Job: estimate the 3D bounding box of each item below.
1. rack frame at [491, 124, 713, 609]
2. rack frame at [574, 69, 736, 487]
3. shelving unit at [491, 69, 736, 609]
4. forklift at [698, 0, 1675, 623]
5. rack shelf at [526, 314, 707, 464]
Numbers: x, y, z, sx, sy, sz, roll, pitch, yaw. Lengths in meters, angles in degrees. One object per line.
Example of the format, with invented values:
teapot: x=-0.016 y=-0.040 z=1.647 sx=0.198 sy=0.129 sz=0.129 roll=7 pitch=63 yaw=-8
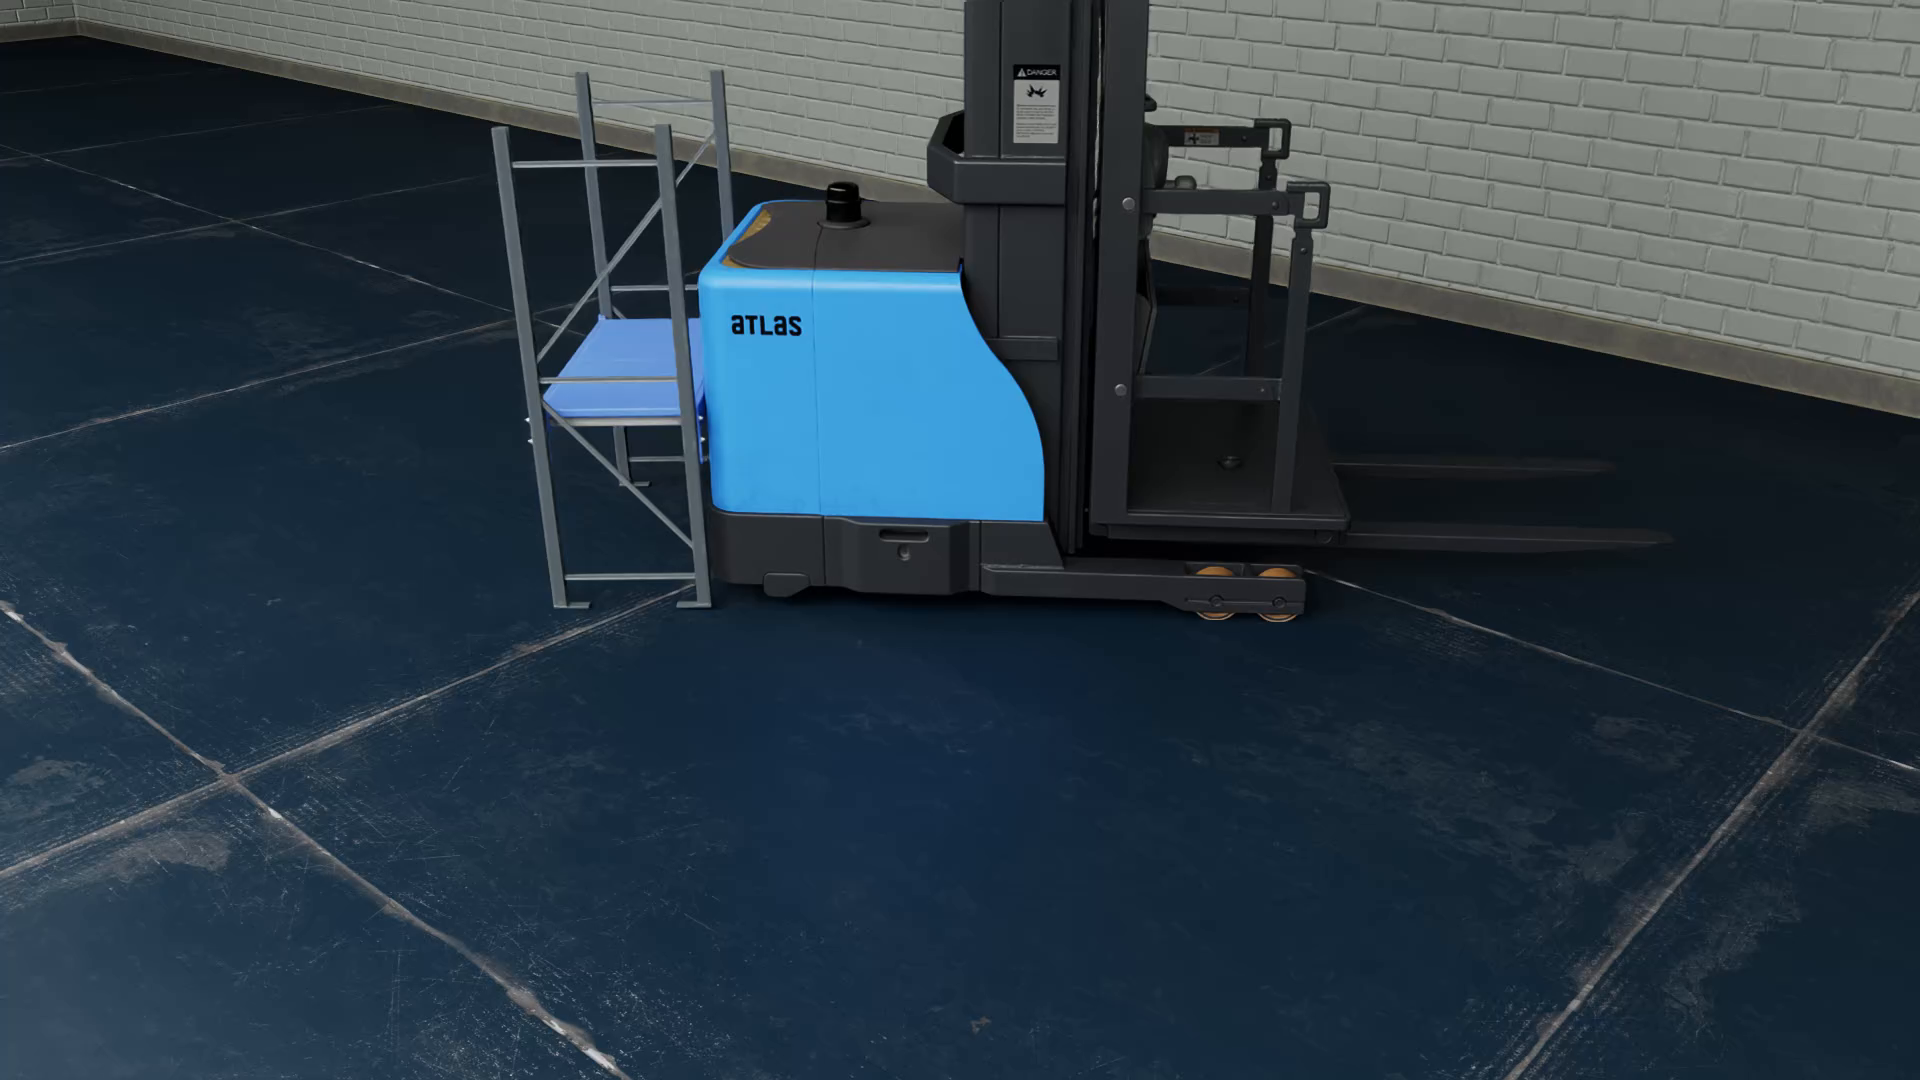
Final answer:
rack frame: x=-1.048 y=-0.475 z=4.964 sx=0.500 sy=1.500 sz=0.032 roll=-1 pitch=24 yaw=1
rack frame: x=-1.031 y=-0.891 z=5.892 sx=0.500 sy=1.500 sz=0.032 roll=-1 pitch=24 yaw=1
shelving unit: x=-1.040 y=-0.683 z=5.428 sx=0.538 sy=1.500 sz=1.048 roll=-1 pitch=24 yaw=1
forklift: x=0.745 y=-1.306 z=5.080 sx=3.031 sy=2.935 sz=1.130 roll=2 pitch=24 yaw=4
rack shelf: x=-1.036 y=-0.519 z=5.501 sx=0.538 sy=0.185 sz=1.000 roll=-1 pitch=24 yaw=1
